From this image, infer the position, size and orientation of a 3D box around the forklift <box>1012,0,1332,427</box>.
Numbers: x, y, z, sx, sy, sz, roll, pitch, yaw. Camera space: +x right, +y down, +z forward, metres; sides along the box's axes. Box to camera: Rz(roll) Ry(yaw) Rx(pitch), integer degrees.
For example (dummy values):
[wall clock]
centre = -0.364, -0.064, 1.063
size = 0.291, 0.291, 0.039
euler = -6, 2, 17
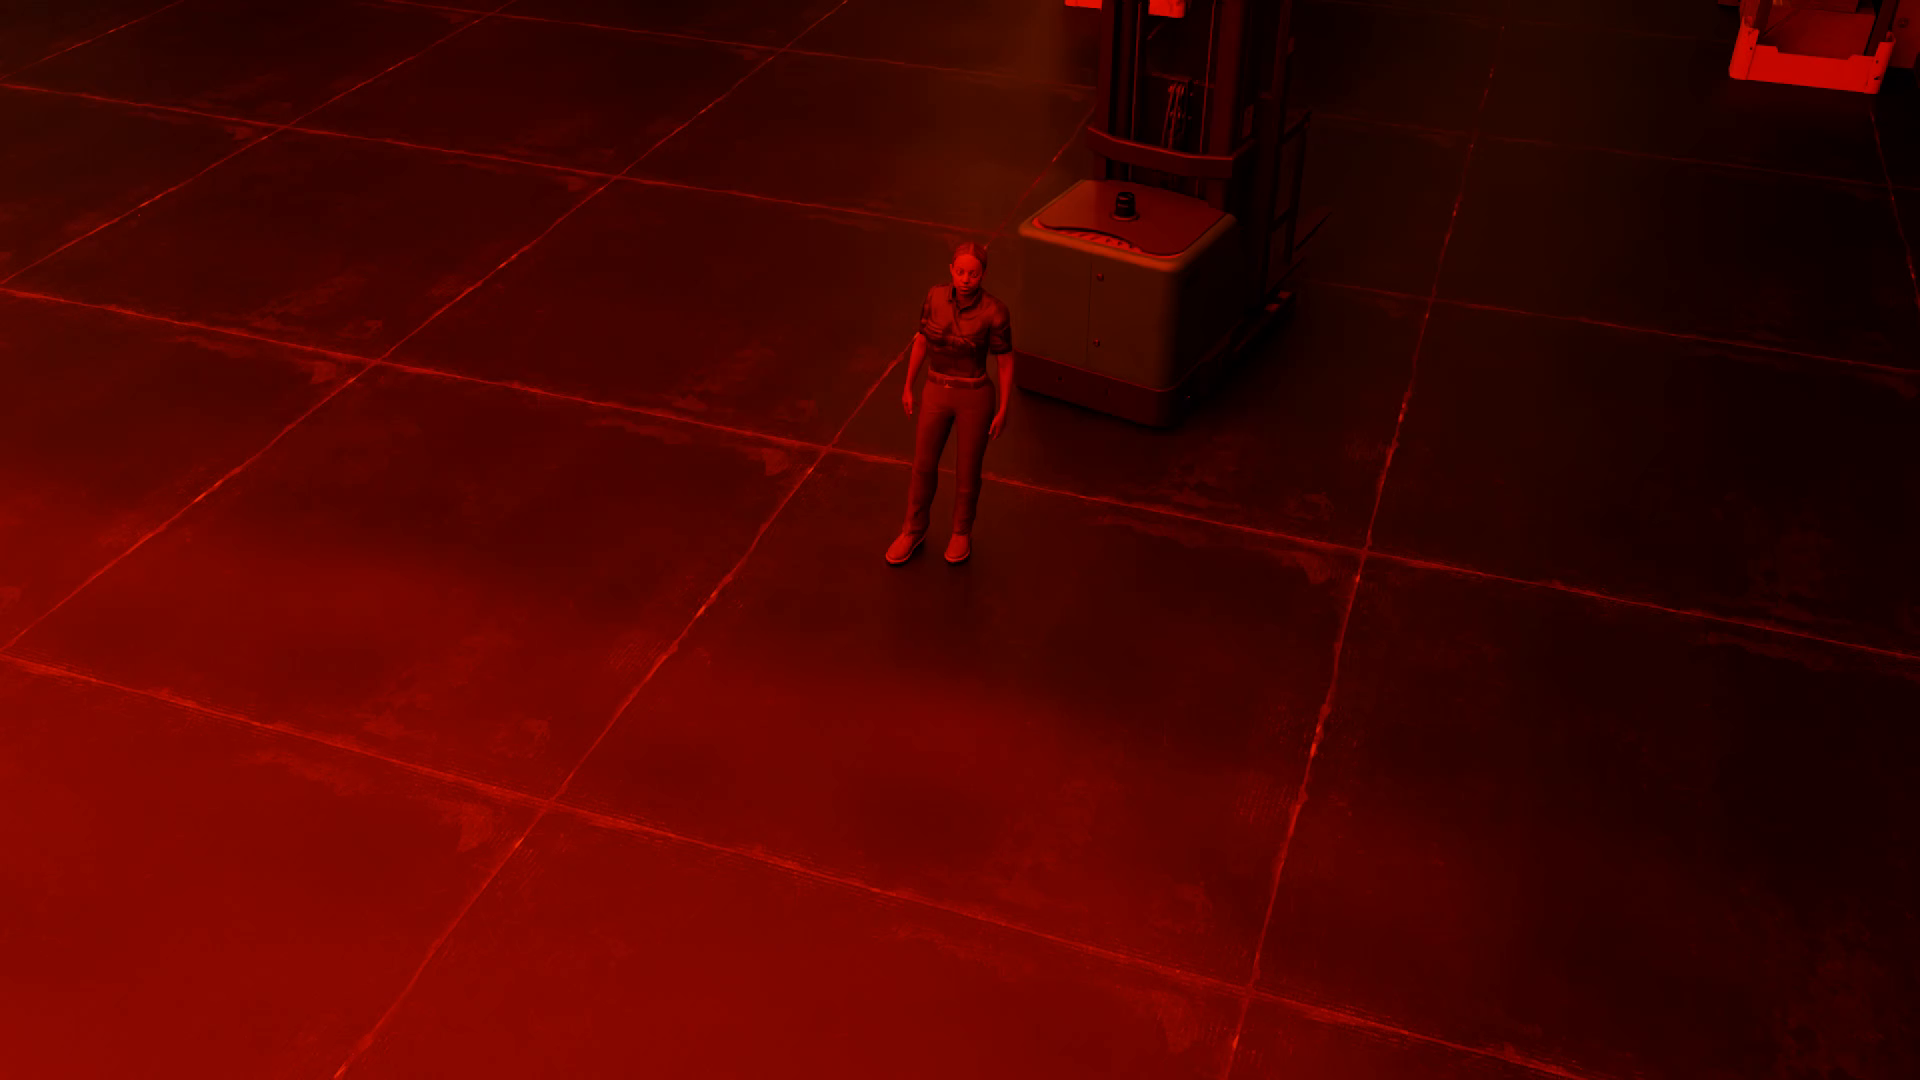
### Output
[forklift]
centre = 1.499, -2.658, 9.860
size = 1.130, 2.935, 3.031
euler = 19, 40, 25

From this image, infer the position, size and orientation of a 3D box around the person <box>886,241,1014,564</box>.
[person]
centre = -0.048, -0.636, 8.100
size = 0.570, 1.656, 0.503
euler = 12, 37, 16
